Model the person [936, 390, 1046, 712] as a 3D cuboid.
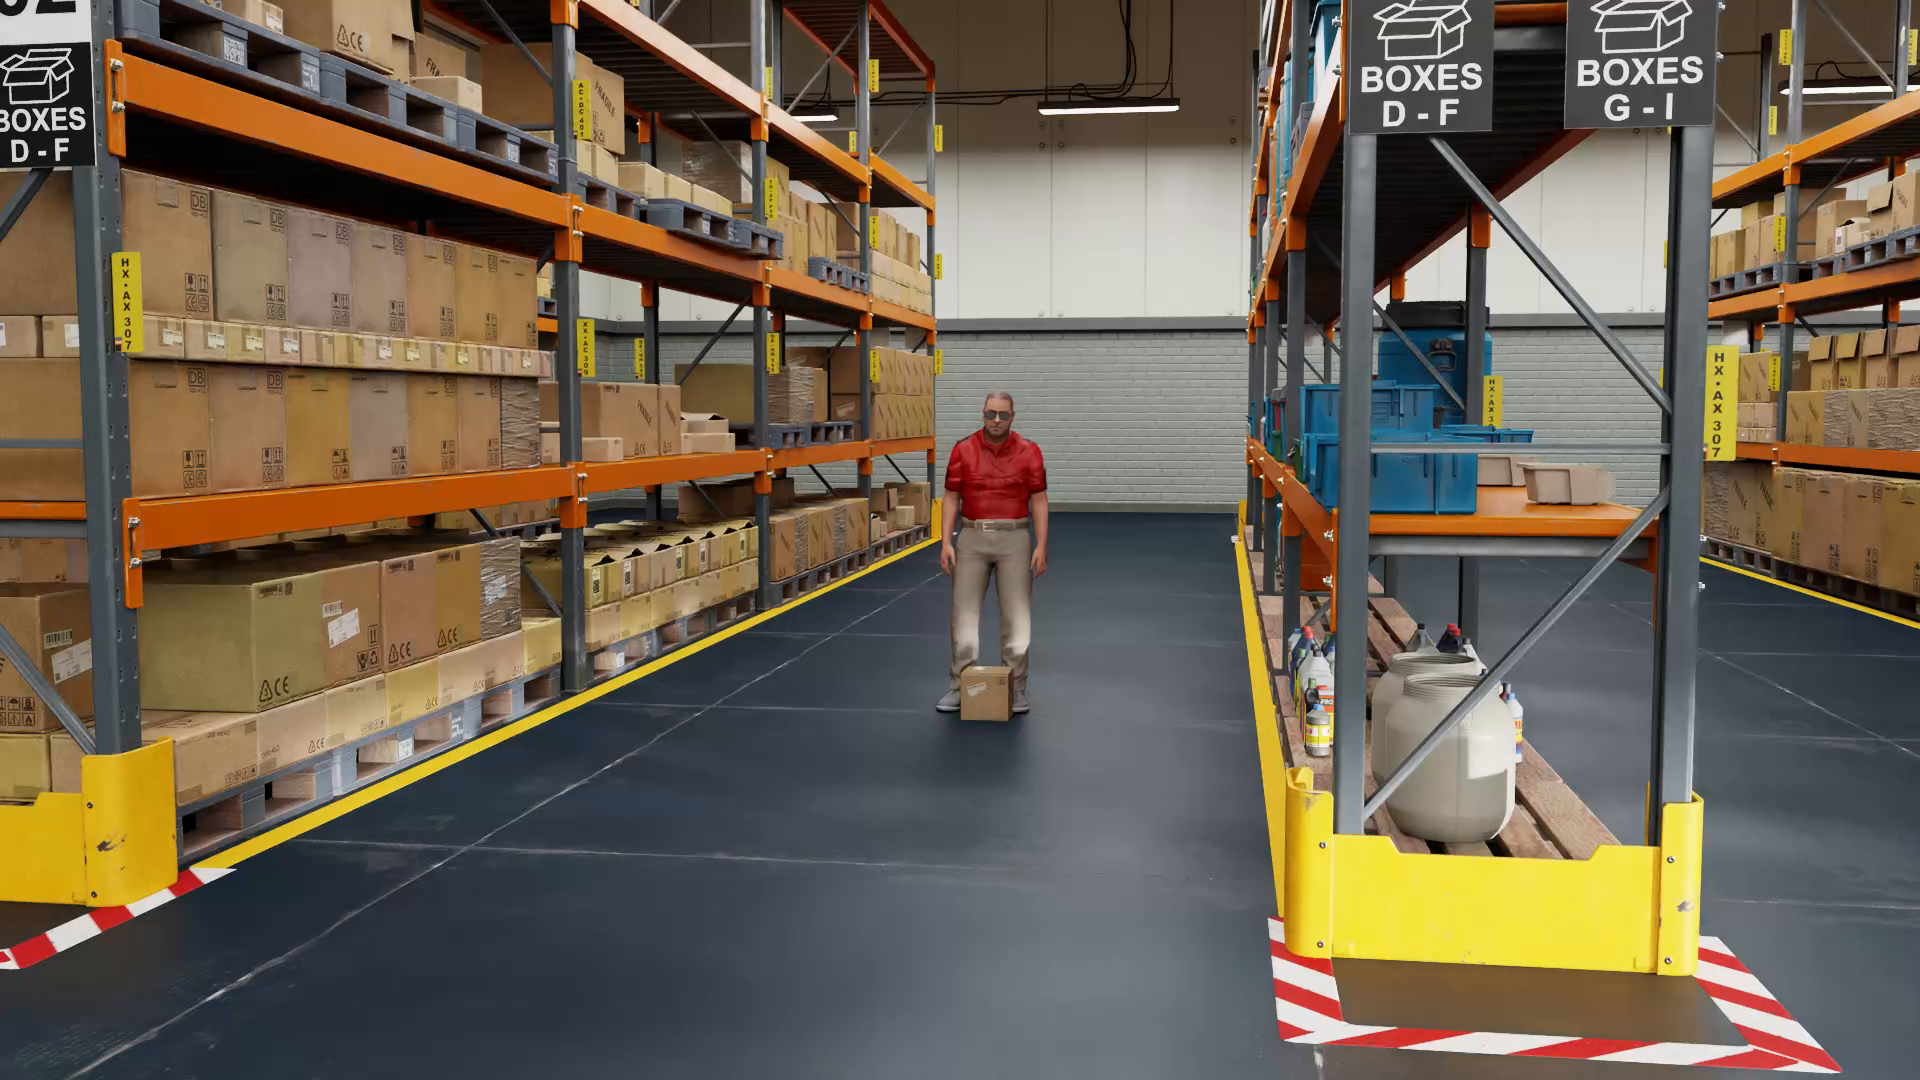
[{"bbox_3d":[0.171,0.056,9.011,0.585,1.726,0.396,1,4,9],"label":"person"}]
